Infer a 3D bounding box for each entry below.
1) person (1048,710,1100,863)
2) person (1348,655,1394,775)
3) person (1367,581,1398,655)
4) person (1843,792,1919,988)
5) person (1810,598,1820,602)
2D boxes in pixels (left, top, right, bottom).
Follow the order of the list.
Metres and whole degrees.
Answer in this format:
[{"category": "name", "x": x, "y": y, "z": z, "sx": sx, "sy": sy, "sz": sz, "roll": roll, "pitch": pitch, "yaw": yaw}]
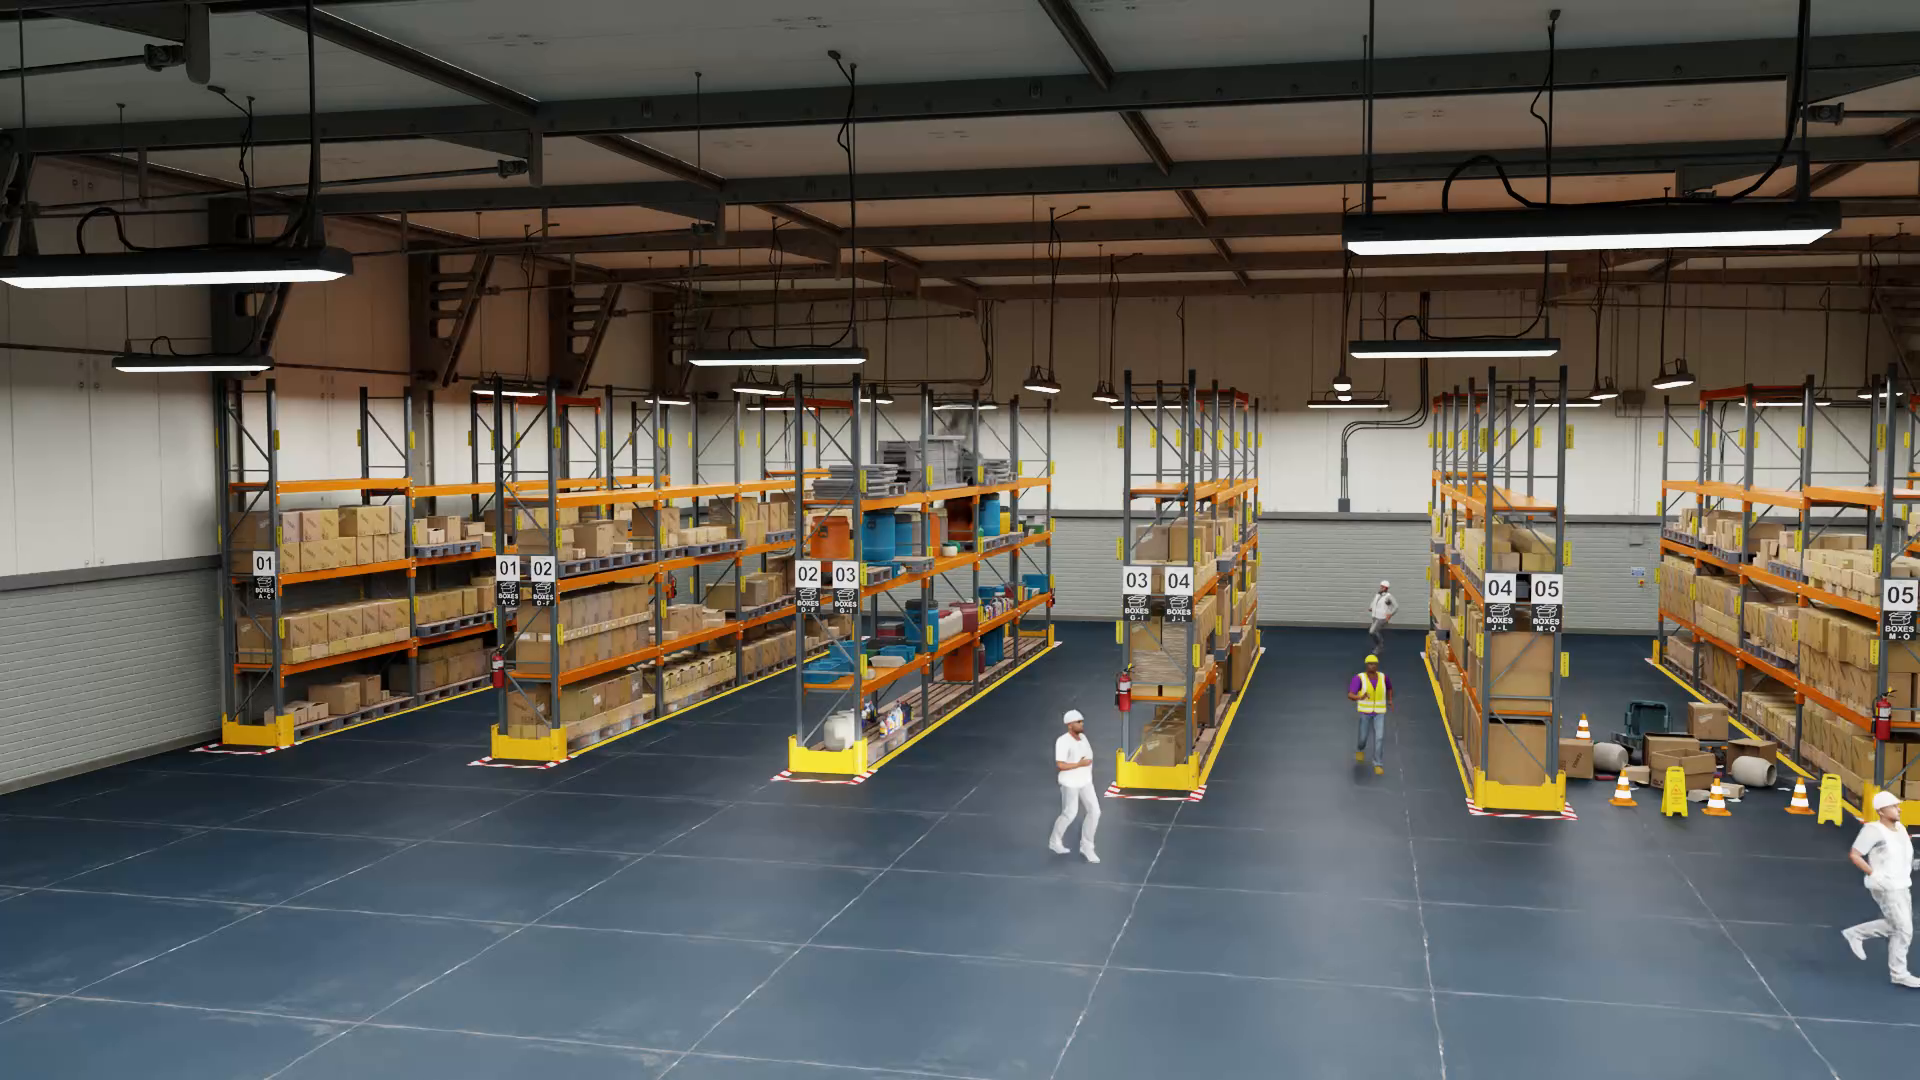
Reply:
[{"category": "person", "x": 1.375, "y": 2.932, "z": 19.782, "sx": 0.730, "sy": 1.823, "sz": 0.674, "roll": 3, "pitch": 5, "yaw": 44}, {"category": "person", "x": 6.209, "y": 2.601, "z": 25.093, "sx": 0.712, "sy": 1.744, "sz": 0.961, "roll": 0, "pitch": 3, "yaw": 4}, {"category": "person", "x": 9.806, "y": 1.816, "z": 38.790, "sx": 0.610, "sy": 1.749, "sz": 0.726, "roll": -2, "pitch": 4, "yaw": -25}, {"category": "person", "x": 8.571, "y": 3.204, "z": 15.415, "sx": 0.696, "sy": 1.750, "sz": 0.818, "roll": -2, "pitch": 4, "yaw": -35}, {"category": "person", "x": 17.391, "y": 2.046, "z": 33.867, "sx": 0.661, "sy": 1.769, "sz": 0.993, "roll": 0, "pitch": 3, "yaw": 6}]
